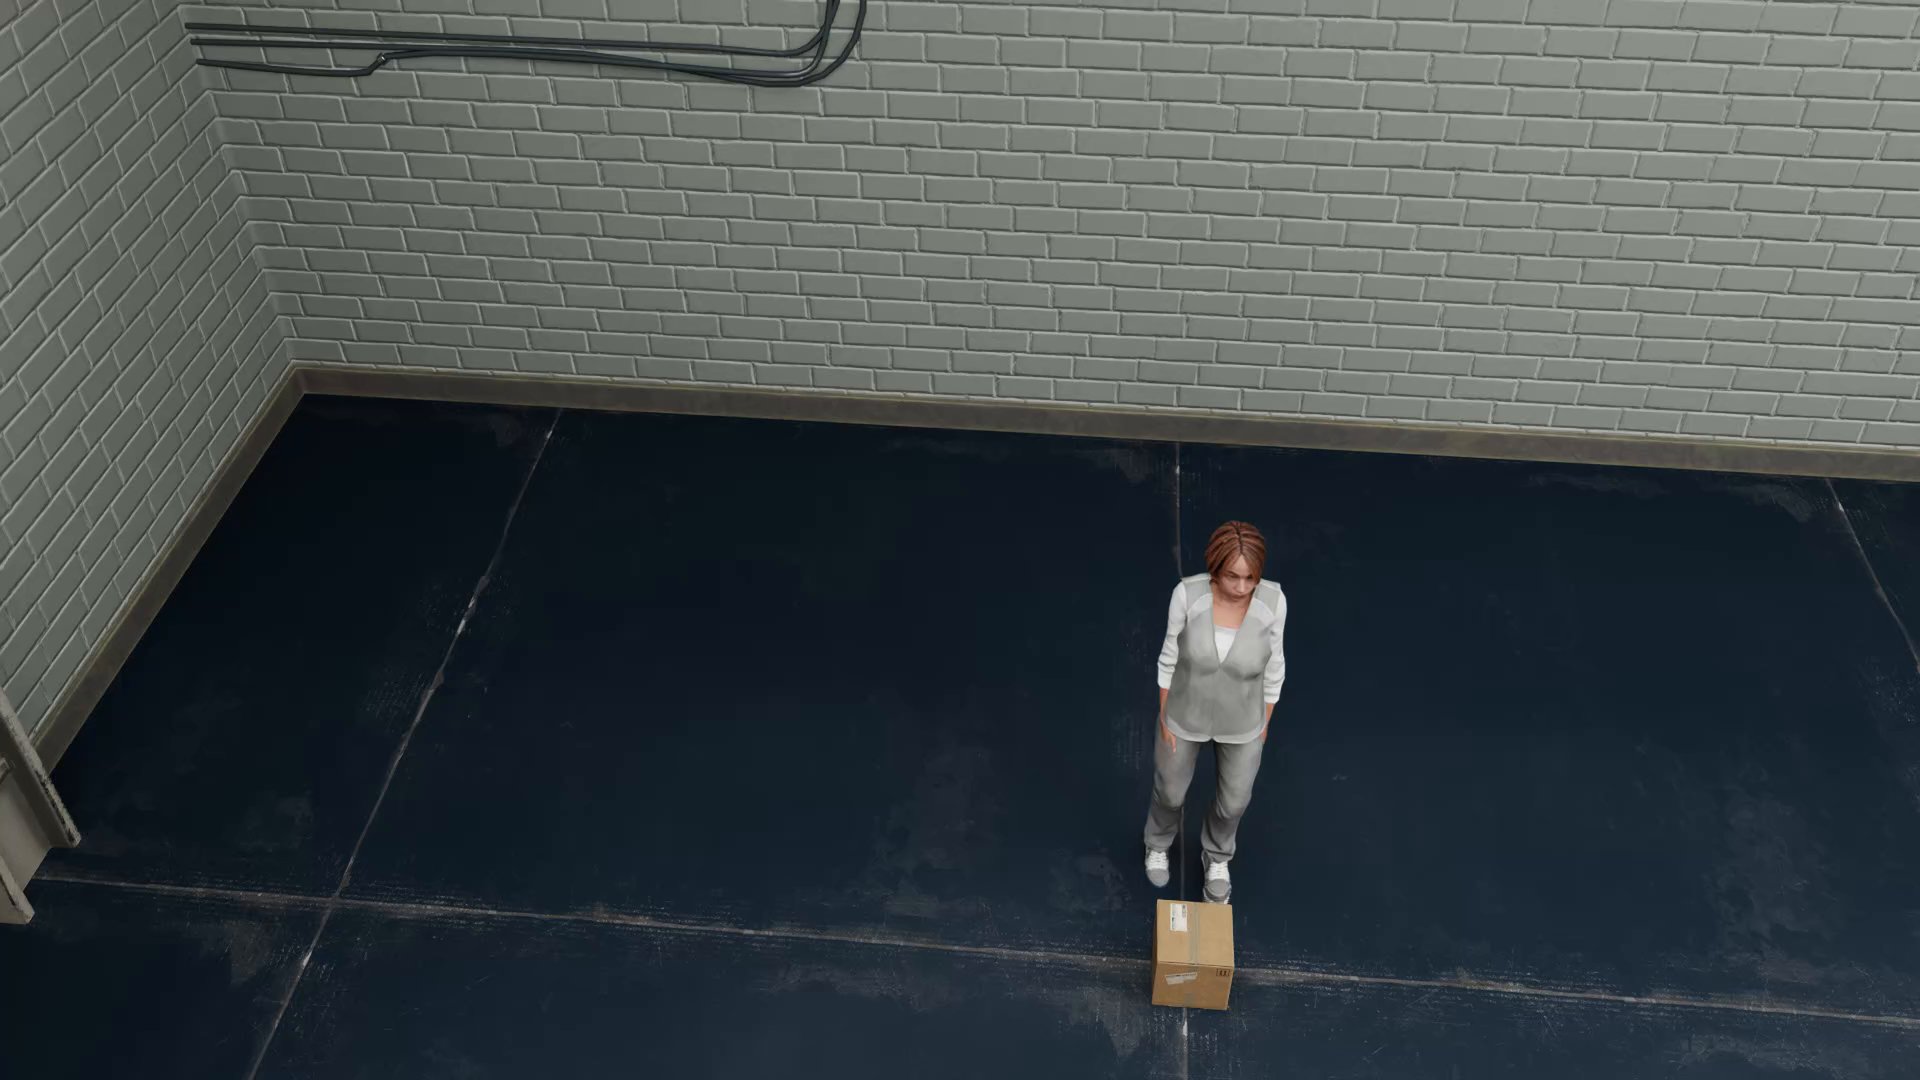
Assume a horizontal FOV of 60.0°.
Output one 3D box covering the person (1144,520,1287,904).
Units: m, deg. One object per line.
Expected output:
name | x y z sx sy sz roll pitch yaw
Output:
person | 0.840 0.610 5.498 0.409 1.611 0.331 4 41 5
